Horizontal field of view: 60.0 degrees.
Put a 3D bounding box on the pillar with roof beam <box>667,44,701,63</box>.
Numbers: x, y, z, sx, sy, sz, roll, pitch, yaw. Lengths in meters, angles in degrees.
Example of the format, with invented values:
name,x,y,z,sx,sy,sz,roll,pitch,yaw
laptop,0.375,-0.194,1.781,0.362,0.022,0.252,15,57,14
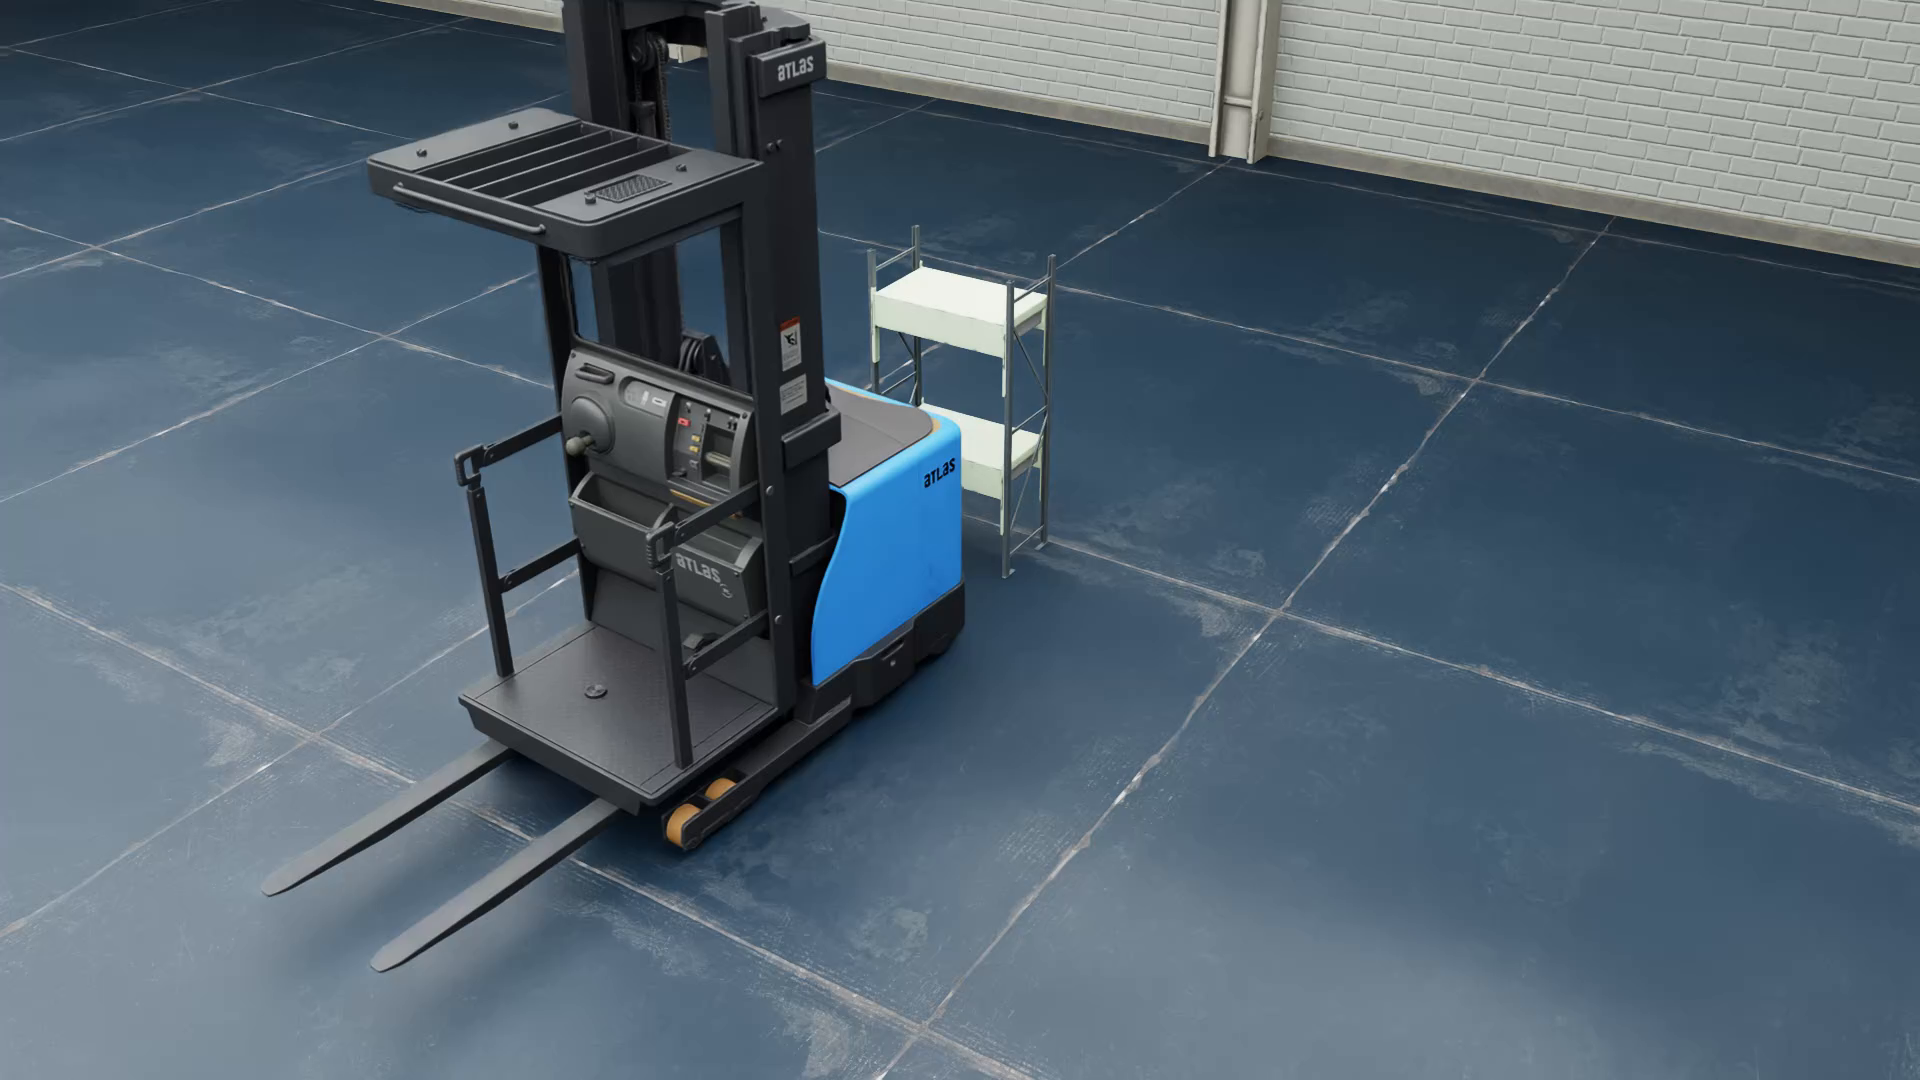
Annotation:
name,x,y,z,sx,sy,sz,roll,pitch,yaw
pillar with roof beam,-5.082,-6.825,11.019,0.400,9.000,9.100,18,35,27

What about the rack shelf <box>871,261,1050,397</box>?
name,x,y,z,sx,sy,sz,roll,pitch,yaw
rack shelf,0.006,-0.983,7.672,0.720,0.370,0.431,18,35,27

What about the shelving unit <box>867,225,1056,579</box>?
name,x,y,z,sx,sy,sz,roll,pitch,yaw
shelving unit,0.006,-0.646,7.869,0.755,1.500,0.431,18,35,27

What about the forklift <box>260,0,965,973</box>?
name,x,y,z,sx,sy,sz,roll,pitch,yaw
forklift,-1.255,-0.383,5.998,1.130,2.935,3.031,20,36,31

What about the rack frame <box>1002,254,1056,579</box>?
name,x,y,z,sx,sy,sz,roll,pitch,yaw
rack frame,0.316,-0.548,7.701,0.023,1.500,0.400,18,35,27

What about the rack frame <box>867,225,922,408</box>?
name,x,y,z,sx,sy,sz,roll,pitch,yaw
rack frame,-0.304,-0.744,8.037,0.023,1.500,0.400,18,35,27

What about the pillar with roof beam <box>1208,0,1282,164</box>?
name,x,y,z,sx,sy,sz,roll,pitch,yaw
pillar with roof beam,0.000,-5.218,8.264,0.400,9.000,9.100,18,35,27

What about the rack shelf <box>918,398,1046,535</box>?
name,x,y,z,sx,sy,sz,roll,pitch,yaw
rack shelf,0.006,-0.364,8.033,0.720,0.370,0.431,18,35,27
